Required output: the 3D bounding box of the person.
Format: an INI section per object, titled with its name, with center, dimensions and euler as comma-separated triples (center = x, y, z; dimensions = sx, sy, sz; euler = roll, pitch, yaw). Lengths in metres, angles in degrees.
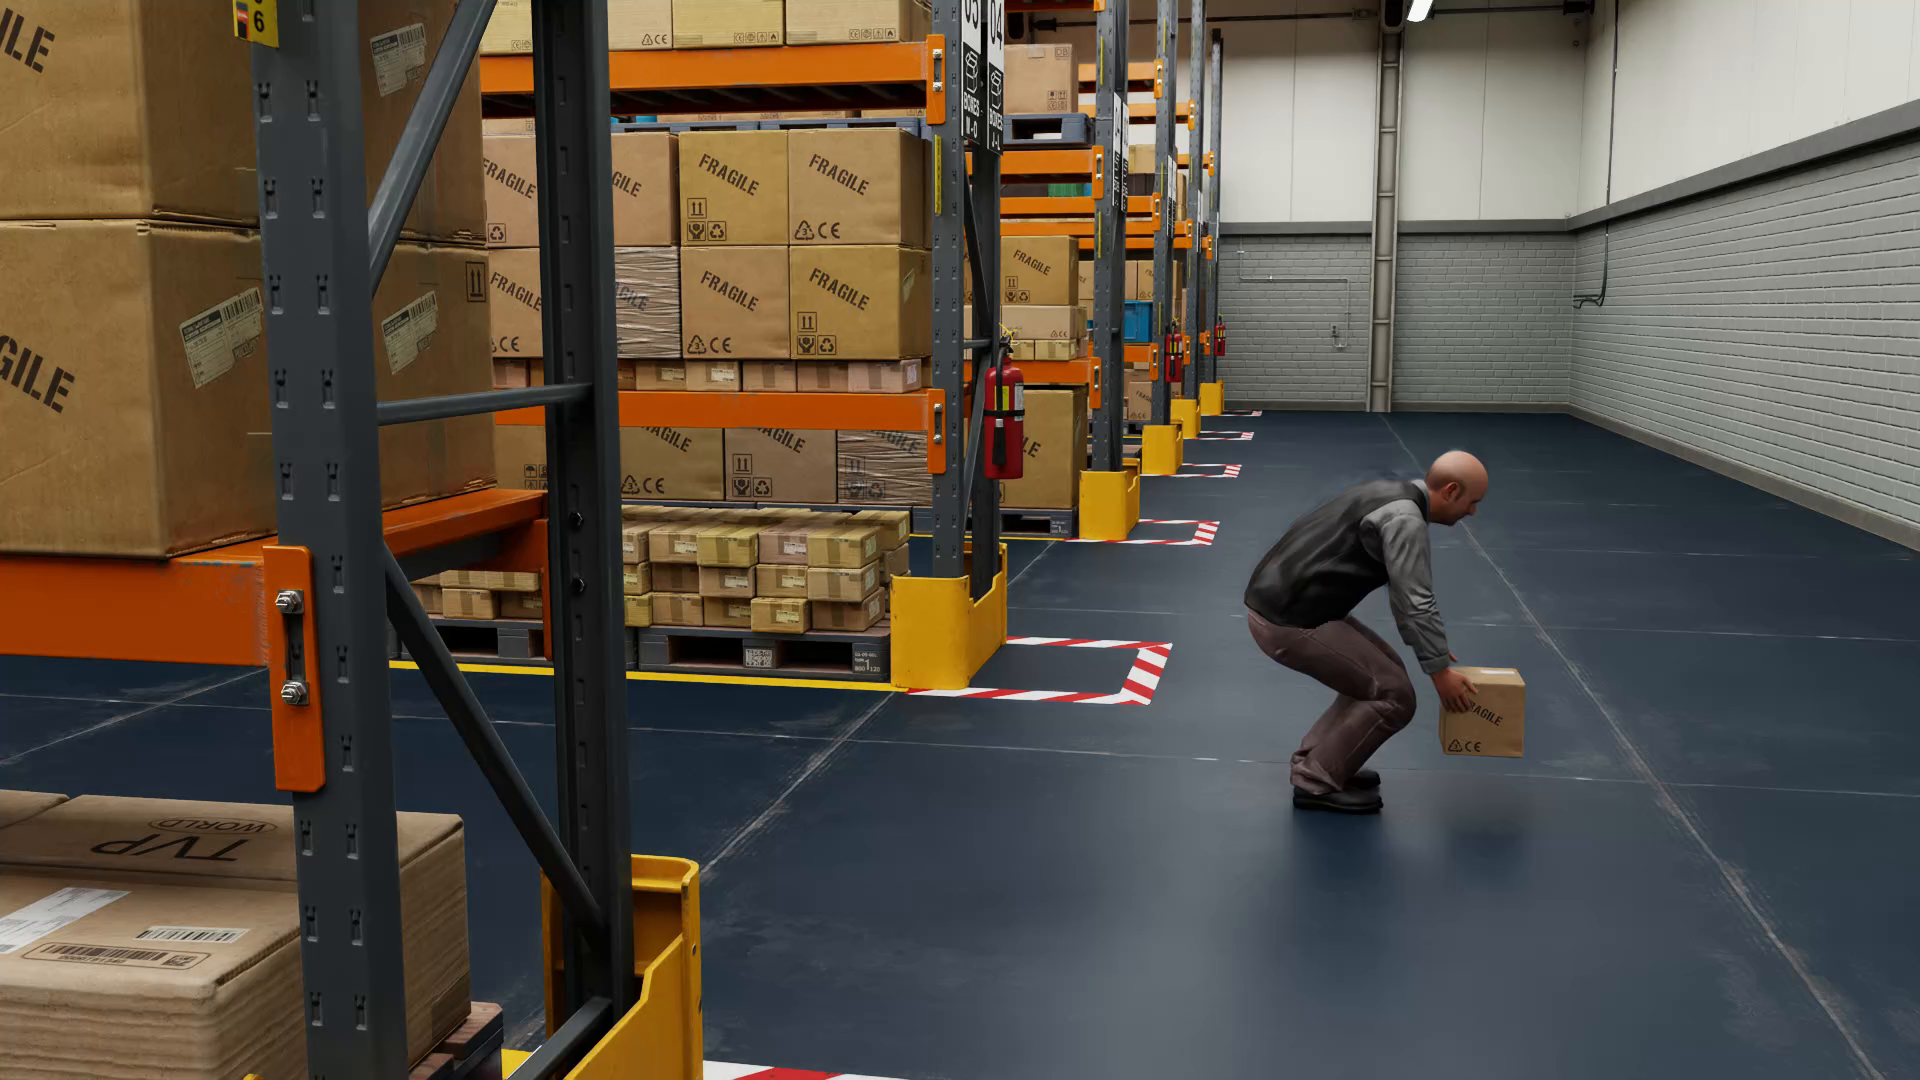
[person]
center = 1.376, 0.290, 5.702
dimensions = 0.798, 1.205, 0.579
euler = 2, 8, 11
